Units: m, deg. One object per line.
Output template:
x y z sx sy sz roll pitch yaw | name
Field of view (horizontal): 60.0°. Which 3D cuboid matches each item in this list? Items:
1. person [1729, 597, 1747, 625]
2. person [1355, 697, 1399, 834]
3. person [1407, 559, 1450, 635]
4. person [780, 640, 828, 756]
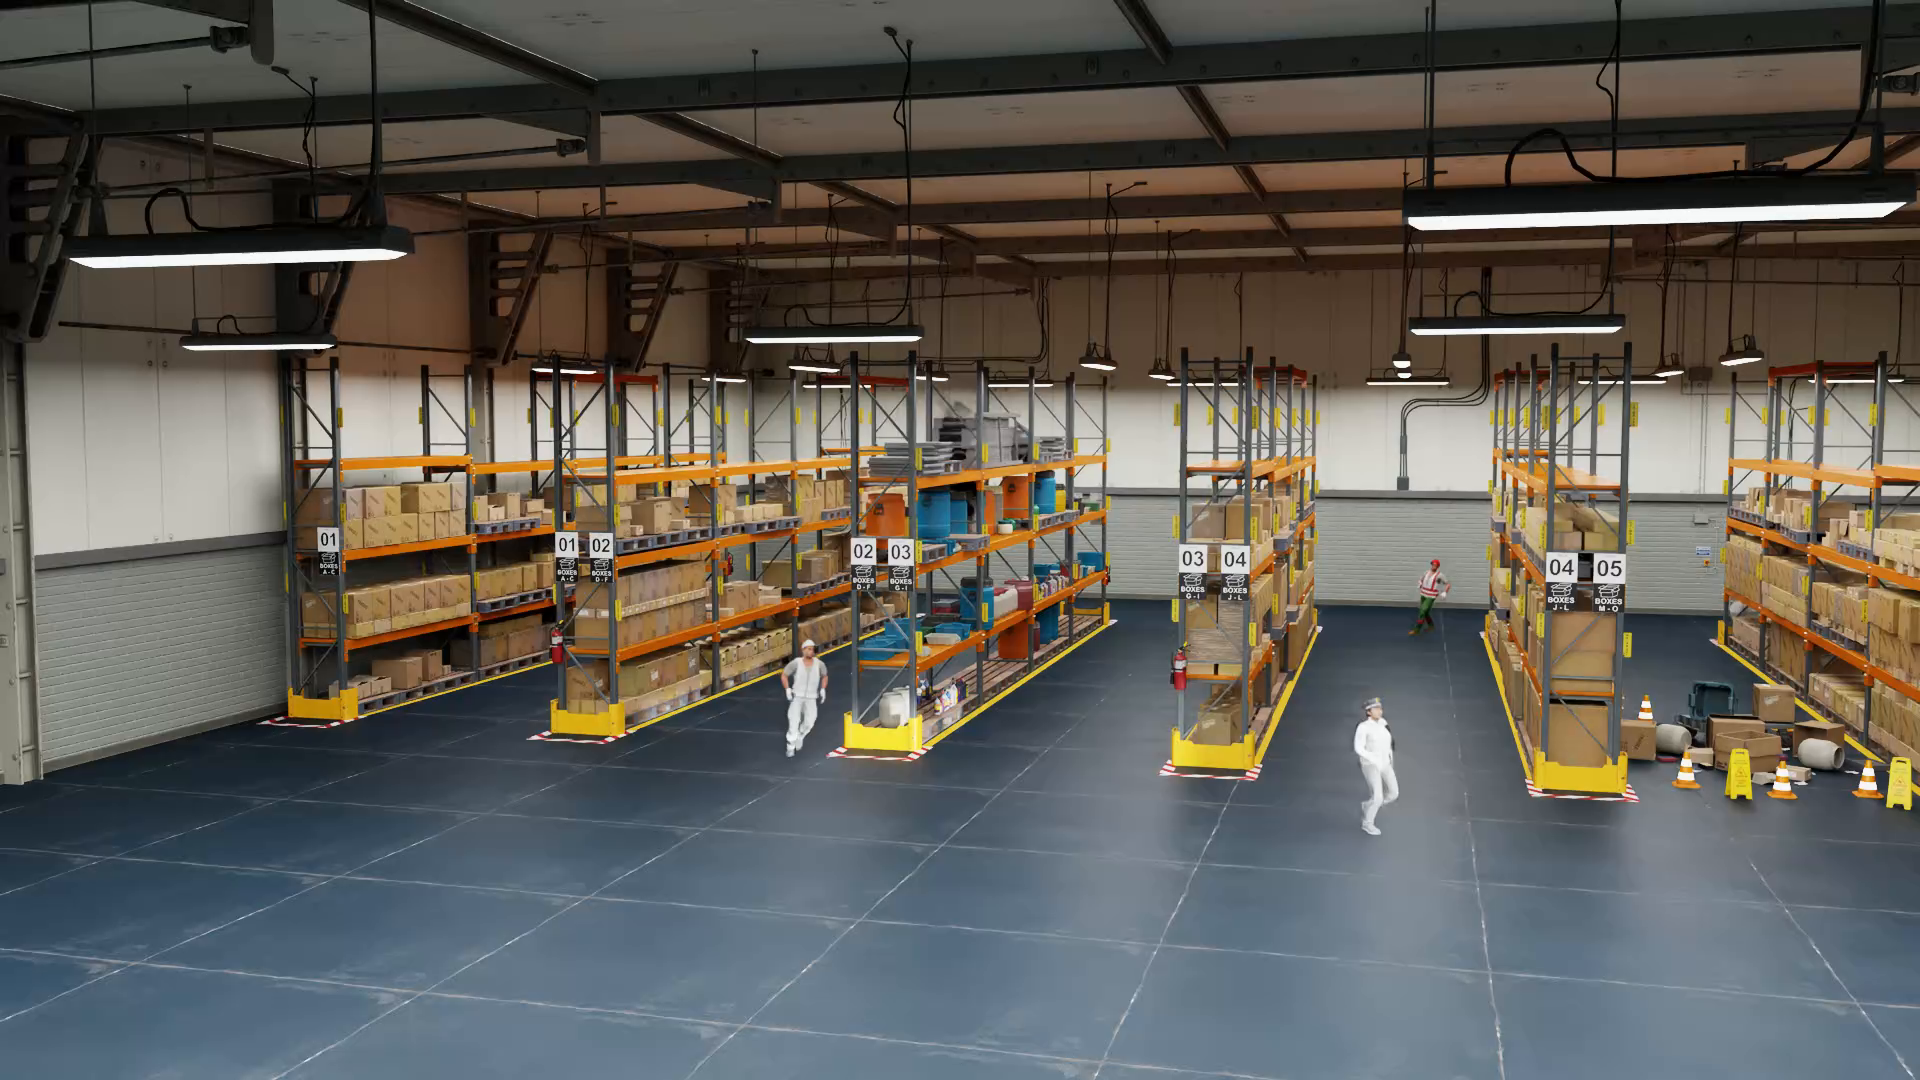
17.777 1.393 37.830 0.684 1.700 0.725 2 5 30 | person
5.026 2.708 20.025 0.626 1.656 0.488 -3 5 -33 | person
10.699 1.303 38.075 0.961 1.730 0.720 -2 5 -30 | person
-2.285 2.338 24.593 0.716 1.721 0.529 -1 4 -12 | person
